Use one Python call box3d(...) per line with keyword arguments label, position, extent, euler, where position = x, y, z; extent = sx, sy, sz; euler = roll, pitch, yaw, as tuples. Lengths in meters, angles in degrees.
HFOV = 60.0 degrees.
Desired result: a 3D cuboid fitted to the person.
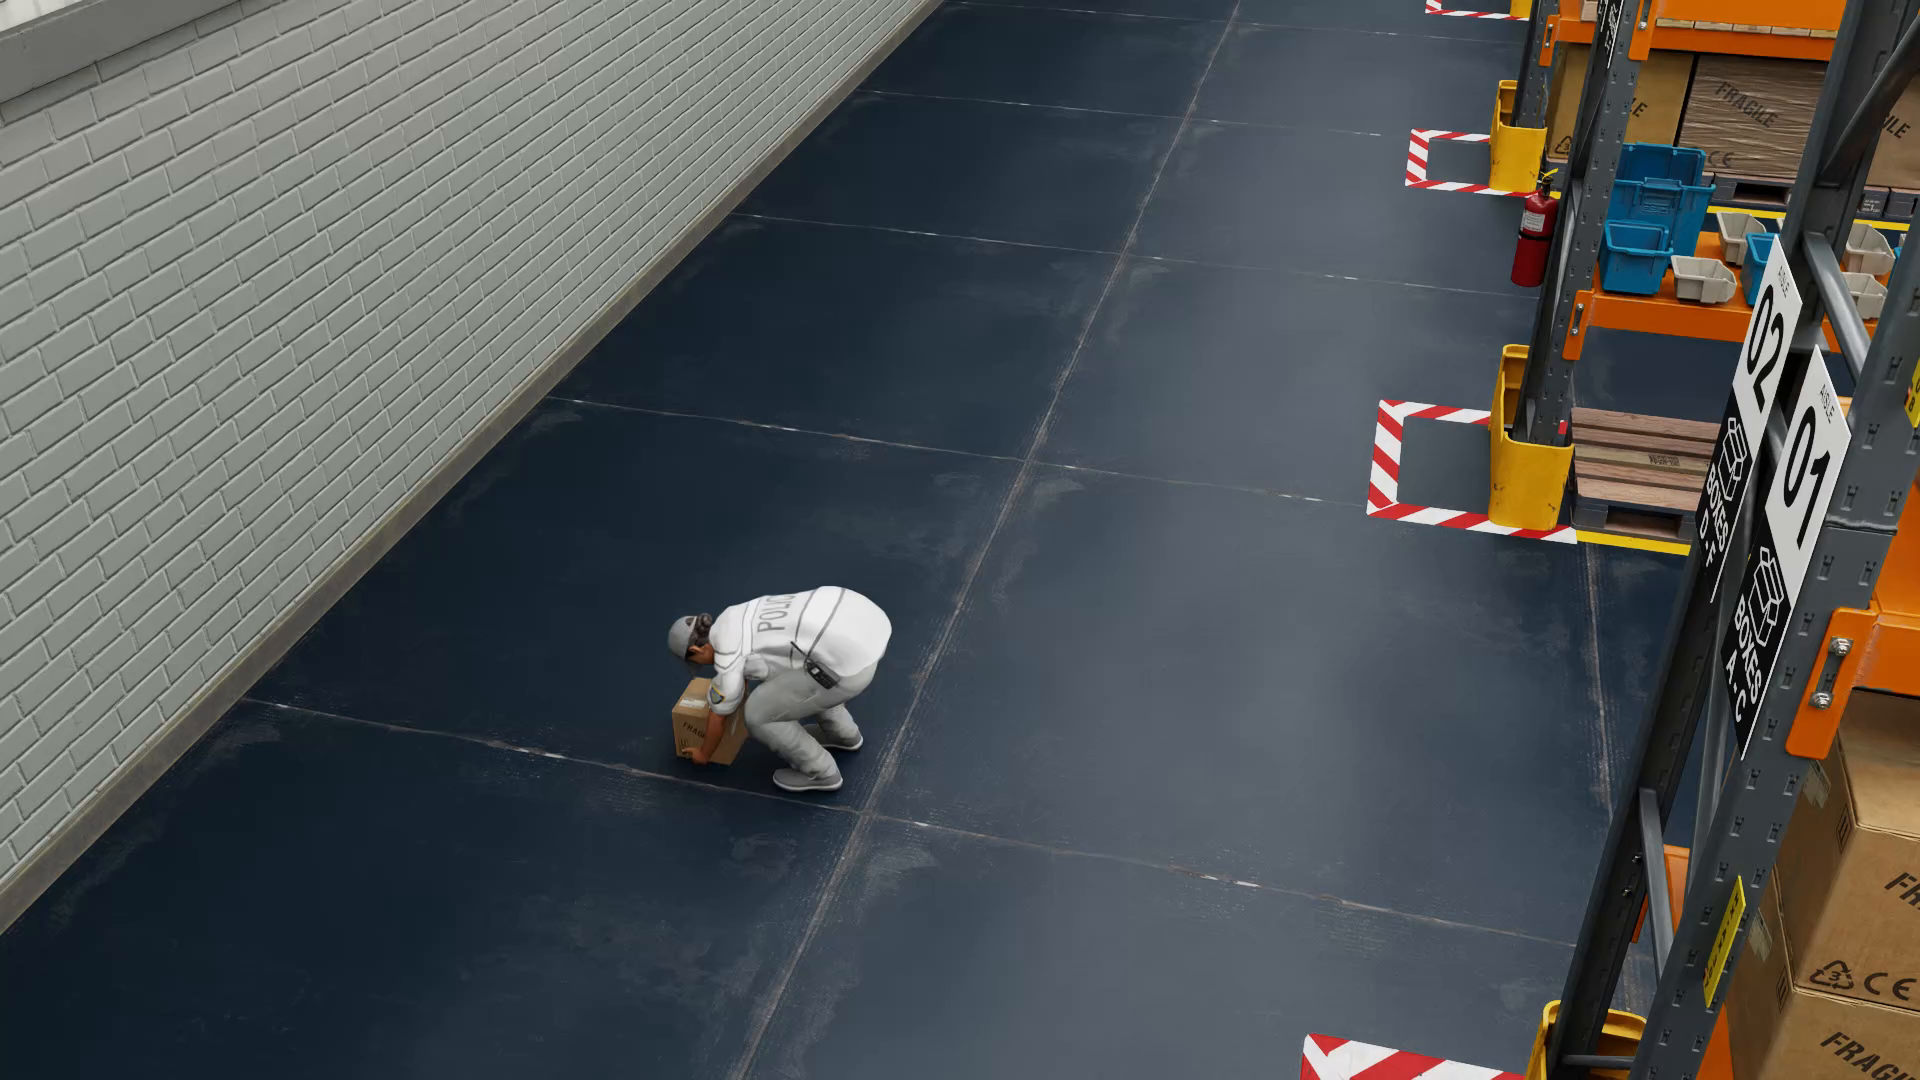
box3d(label="person", position=(-0.757, 0.587, 6.995), extent=(0.940, 0.854, 0.489), euler=(7, 34, 10))
